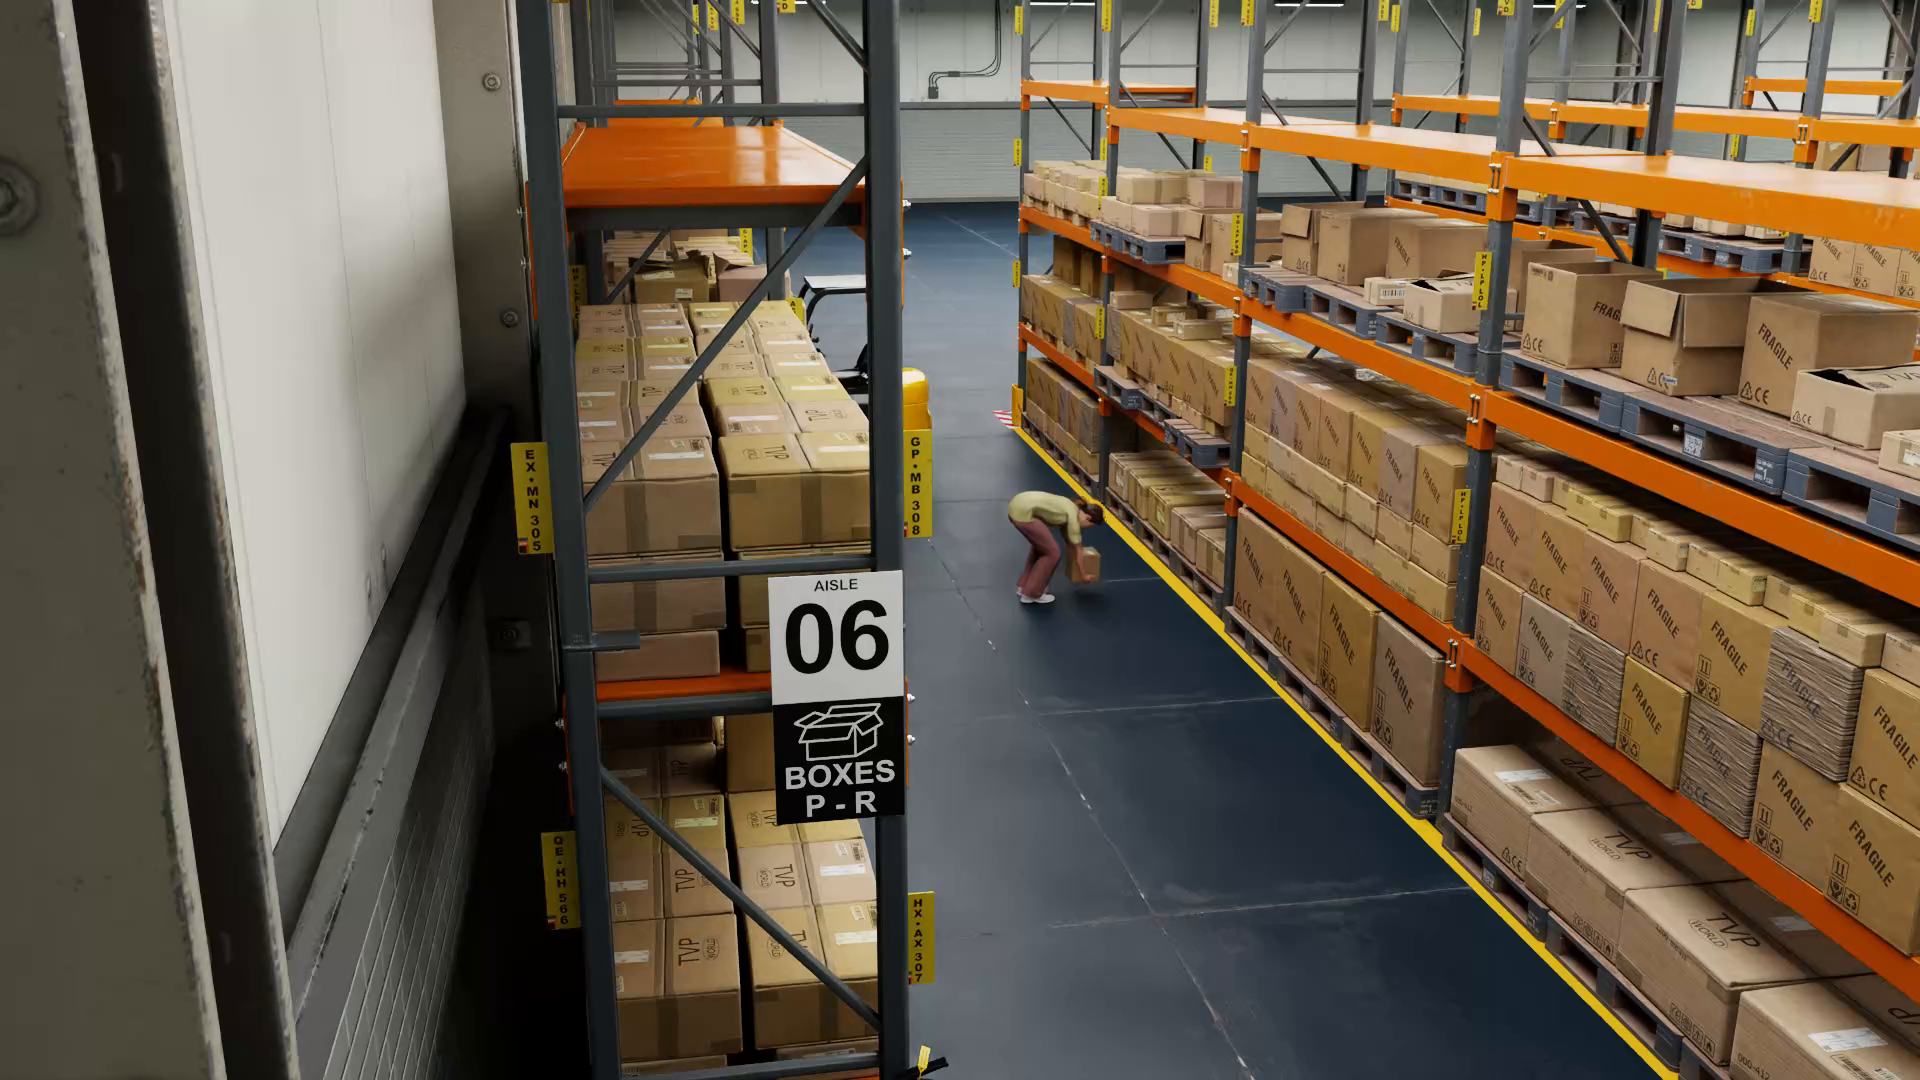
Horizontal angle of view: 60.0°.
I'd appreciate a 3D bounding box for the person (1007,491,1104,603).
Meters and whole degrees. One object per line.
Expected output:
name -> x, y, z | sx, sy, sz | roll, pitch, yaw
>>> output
person -> 0.845, 0.066, 14.657 | 0.857, 0.915, 0.453 | -4, 17, -13
